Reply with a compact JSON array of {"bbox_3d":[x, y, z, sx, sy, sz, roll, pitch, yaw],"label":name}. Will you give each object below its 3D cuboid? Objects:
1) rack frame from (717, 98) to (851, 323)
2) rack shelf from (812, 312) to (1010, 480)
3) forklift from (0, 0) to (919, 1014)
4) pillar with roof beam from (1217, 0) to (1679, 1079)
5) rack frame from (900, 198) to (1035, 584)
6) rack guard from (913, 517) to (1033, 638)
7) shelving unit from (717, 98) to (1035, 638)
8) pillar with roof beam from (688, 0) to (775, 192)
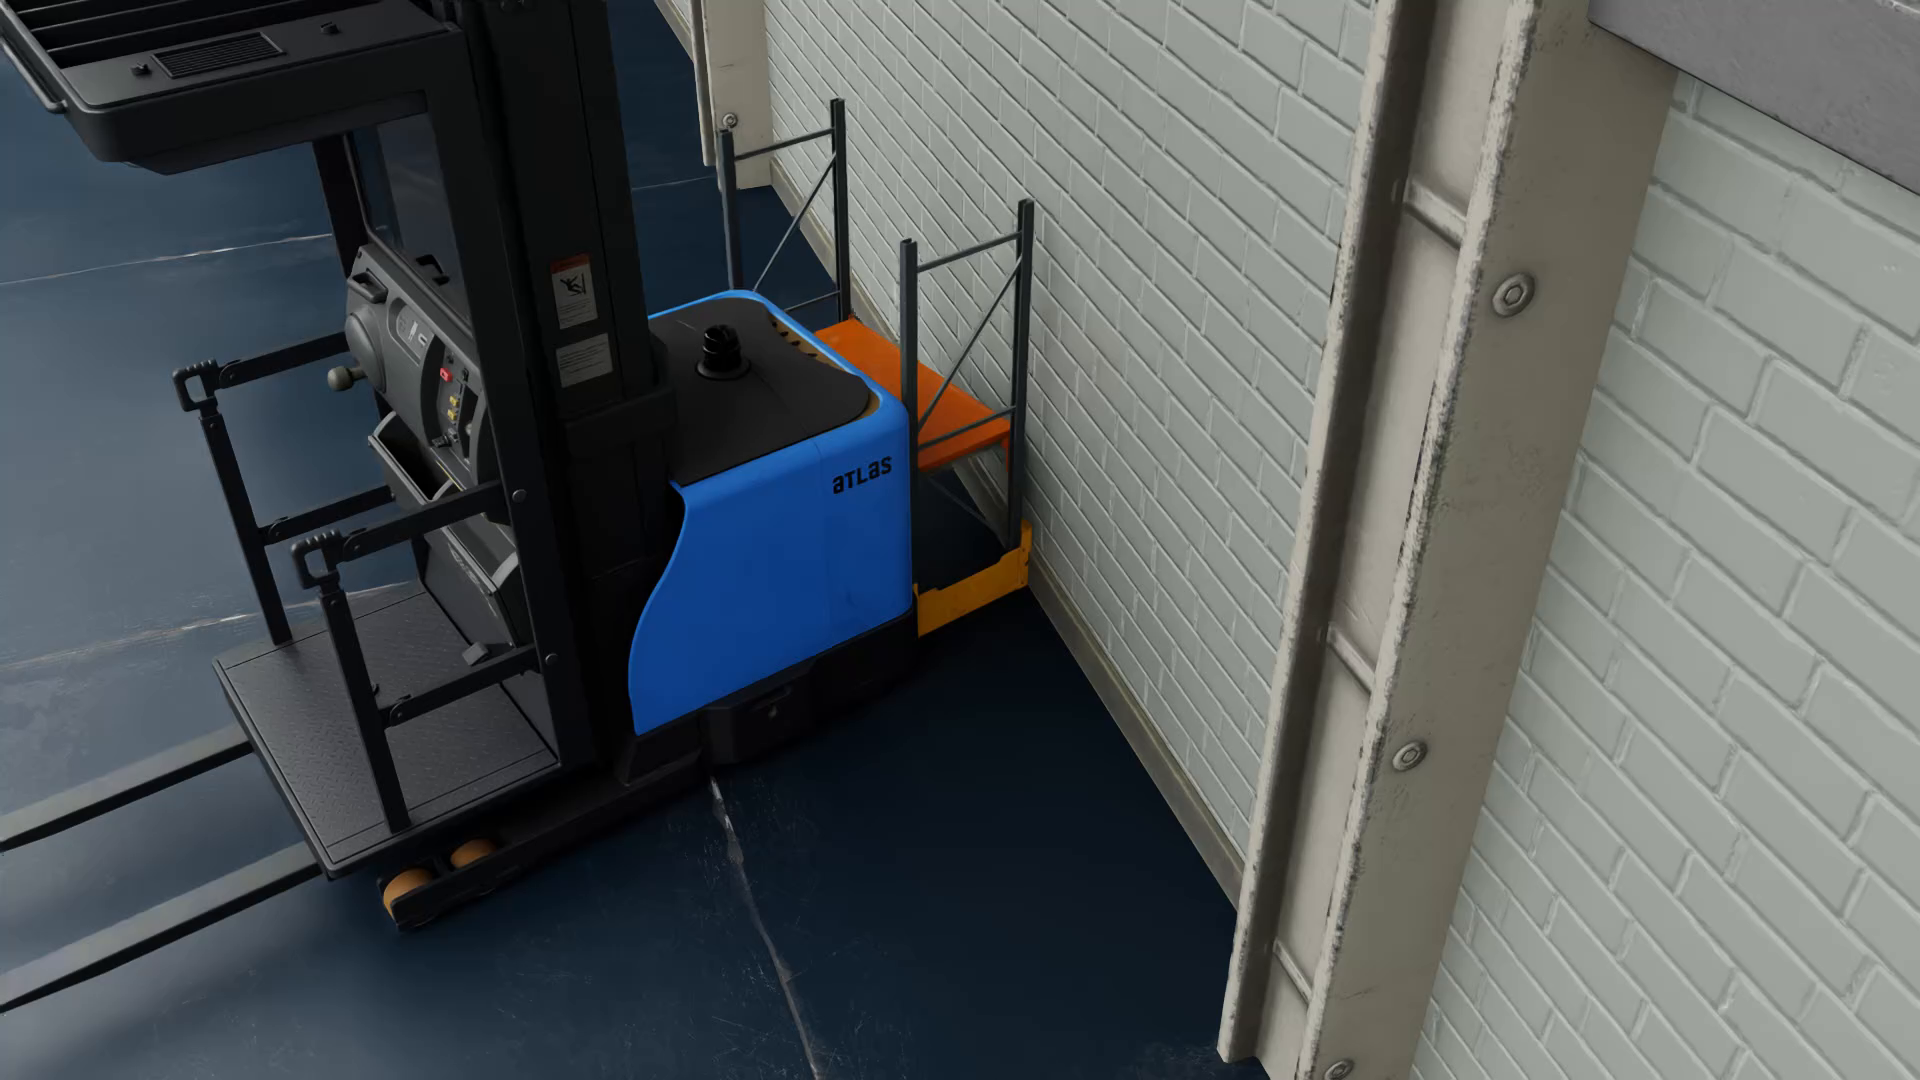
[{"bbox_3d":[-0.615,-0.843,6.108,0.500,1.500,0.032,-25,44,-30],"label":"rack frame"},{"bbox_3d":[-0.301,-0.458,5.897,0.538,0.185,1.000,-25,44,-30],"label":"rack shelf"},{"bbox_3d":[-1.629,-0.424,4.377,3.031,2.935,1.130,-24,43,-28],"label":"forklift"},{"bbox_3d":[-3.145,-1.267,0.453,9.100,9.000,0.400,-12,39,-16],"label":"pillar with roof beam"},{"bbox_3d":[0.017,-0.362,5.473,0.500,1.500,0.032,-25,44,-30],"label":"rack frame"},{"bbox_3d":[0.008,0.139,5.845,0.587,0.250,0.087,-25,44,-30],"label":"rack guard"},{"bbox_3d":[-0.293,-0.598,5.784,0.587,1.500,1.083,-25,44,-30],"label":"shelving unit"},{"bbox_3d":[-5.210,-4.657,4.953,9.100,9.000,0.400,-12,39,-16],"label":"pillar with roof beam"}]
